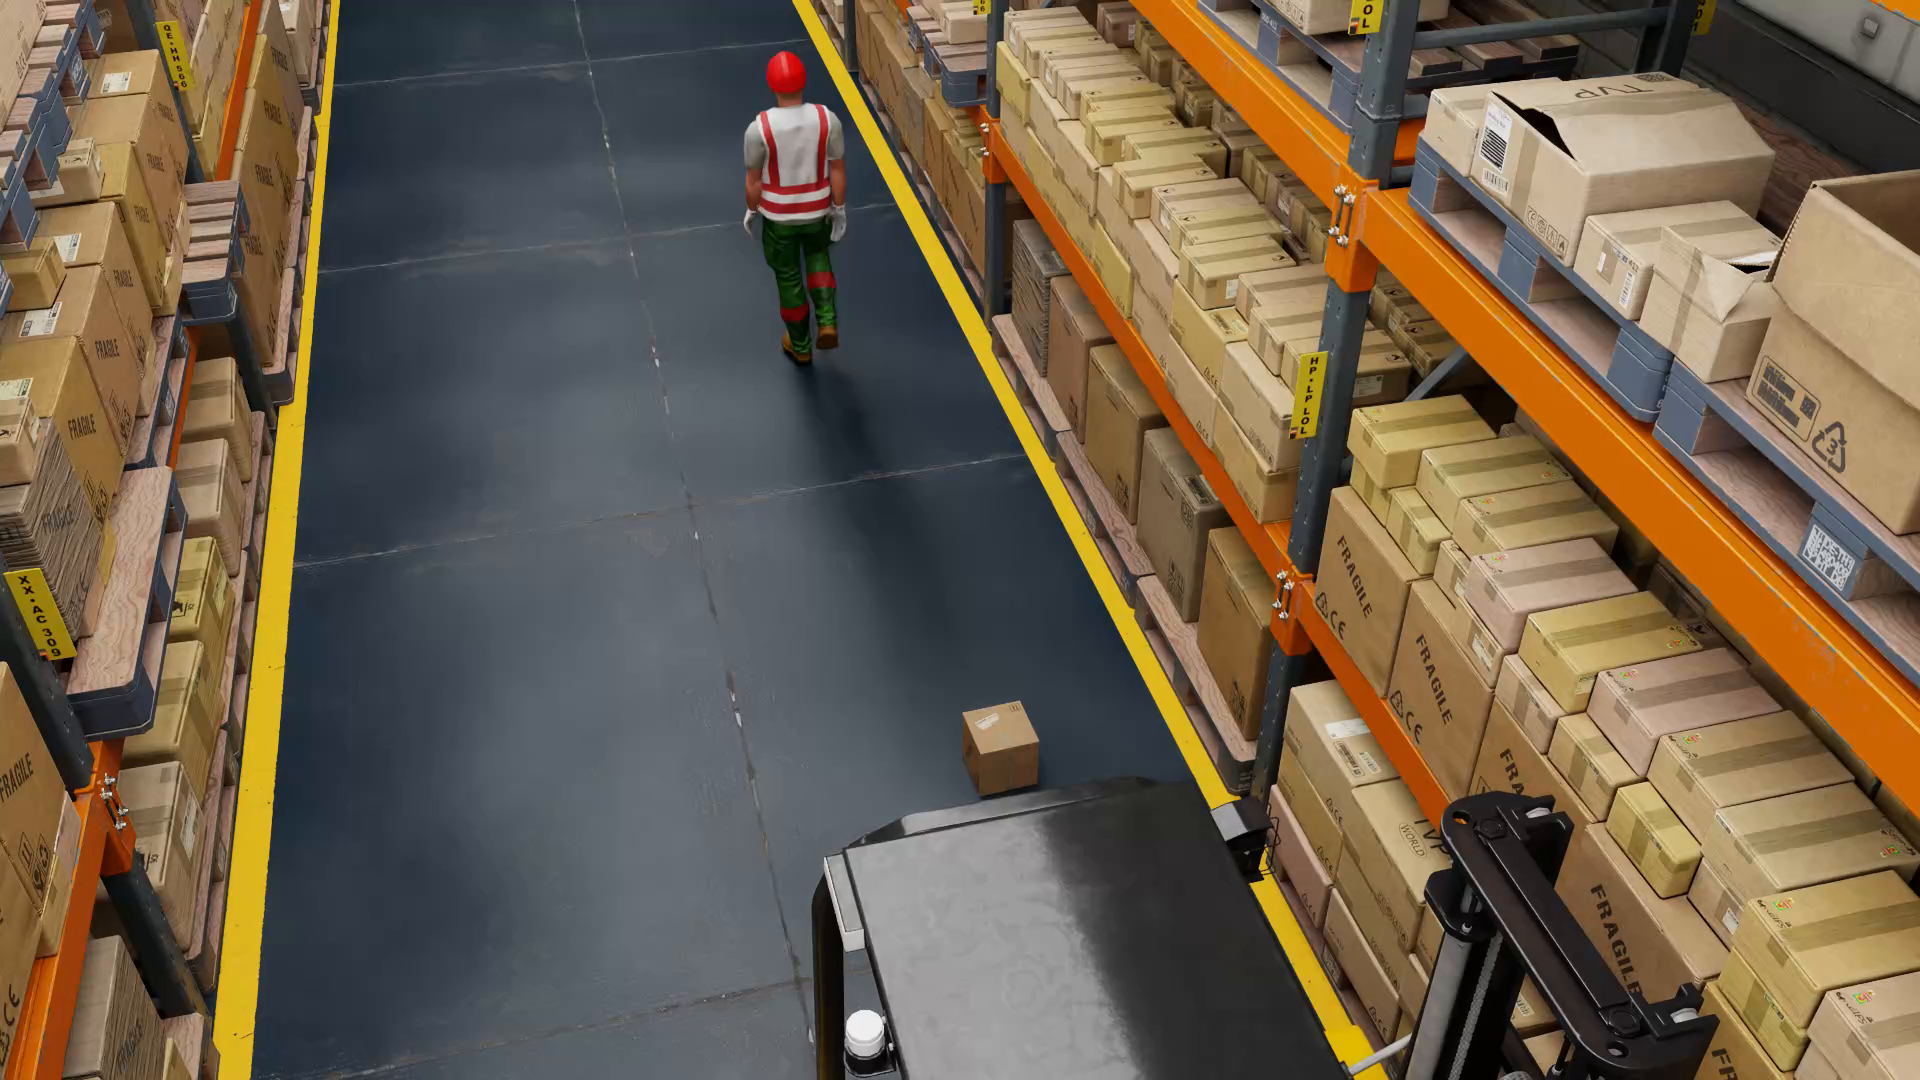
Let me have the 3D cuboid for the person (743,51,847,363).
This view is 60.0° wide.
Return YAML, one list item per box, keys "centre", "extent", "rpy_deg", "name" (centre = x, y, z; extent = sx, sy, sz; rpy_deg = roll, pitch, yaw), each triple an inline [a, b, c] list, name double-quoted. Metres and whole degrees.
- centre: [-0.895, -1.785, 8.947]
  extent: [0.542, 1.784, 0.461]
  rpy_deg: [-13, 40, -16]
  name: "person"
